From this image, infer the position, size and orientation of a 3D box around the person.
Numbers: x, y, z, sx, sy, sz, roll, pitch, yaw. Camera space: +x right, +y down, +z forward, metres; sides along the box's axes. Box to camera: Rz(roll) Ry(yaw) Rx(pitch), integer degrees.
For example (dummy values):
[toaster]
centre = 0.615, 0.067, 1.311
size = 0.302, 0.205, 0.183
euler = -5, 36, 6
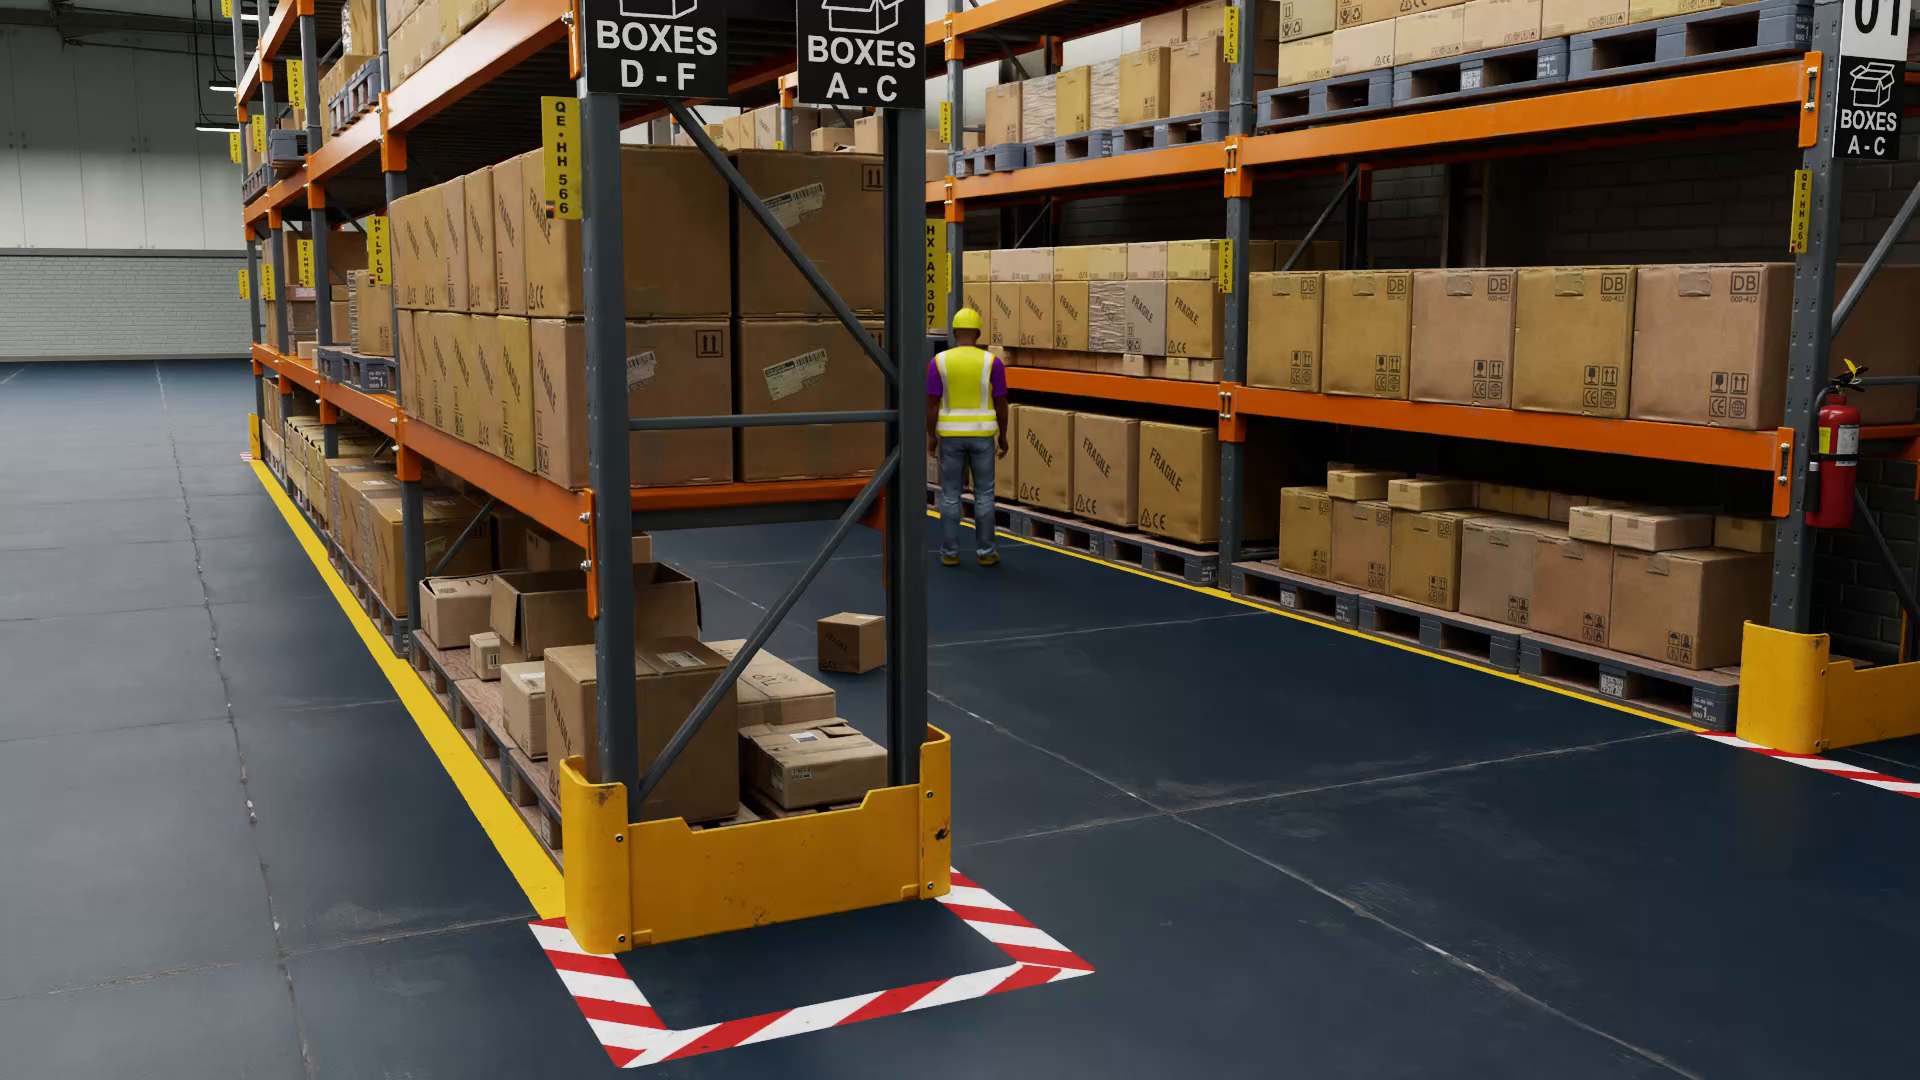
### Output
[person]
centre = 0.053, -0.711, 11.480
size = 0.570, 1.770, 0.407
euler = 1, 8, 4
